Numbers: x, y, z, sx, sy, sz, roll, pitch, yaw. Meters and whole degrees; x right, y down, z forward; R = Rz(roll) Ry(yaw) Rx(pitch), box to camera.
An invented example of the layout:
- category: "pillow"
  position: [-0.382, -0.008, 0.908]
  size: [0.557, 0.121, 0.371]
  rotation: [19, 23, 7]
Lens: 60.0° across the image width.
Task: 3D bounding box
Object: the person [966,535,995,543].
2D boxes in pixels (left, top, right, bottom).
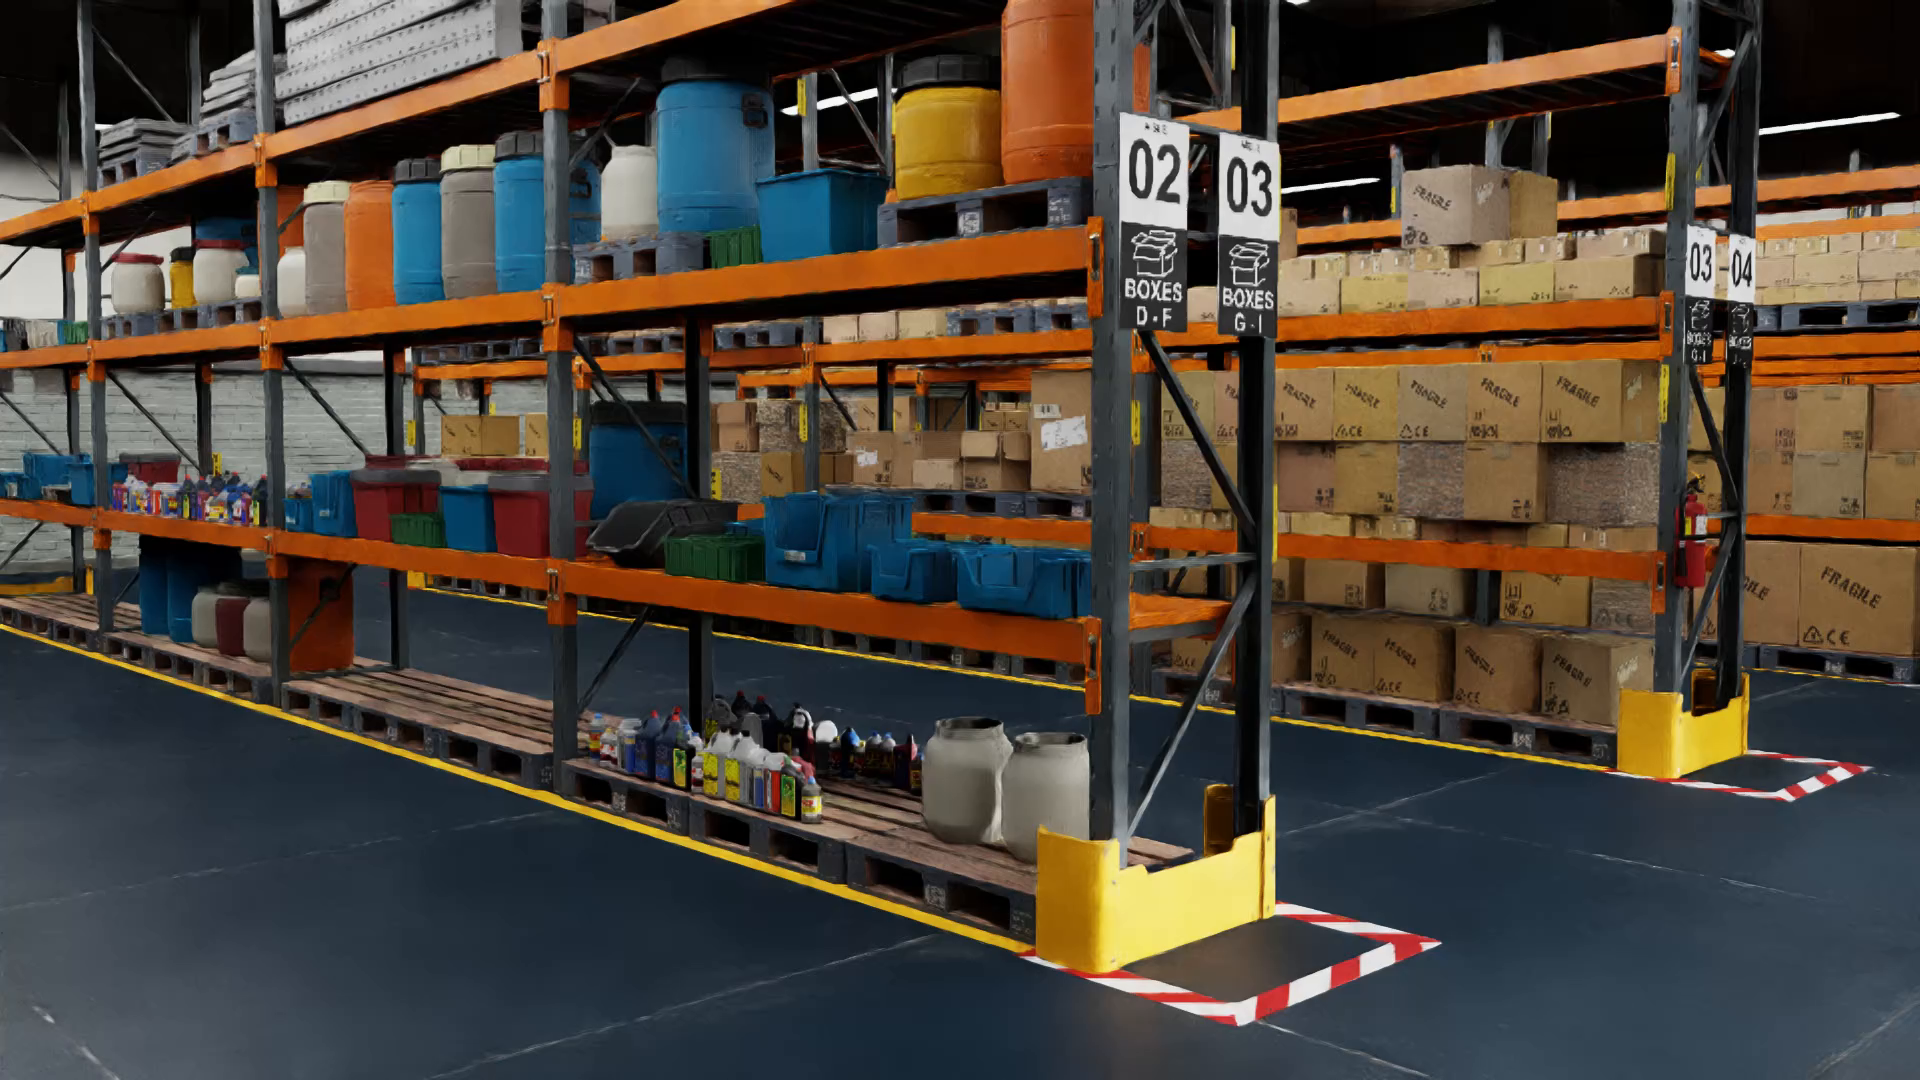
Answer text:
- category: "person"
  position: [0.176, -0.070, 18.221]
  size: [0.559, 1.750, 0.605]
  rotation: [1, 4, 14]
